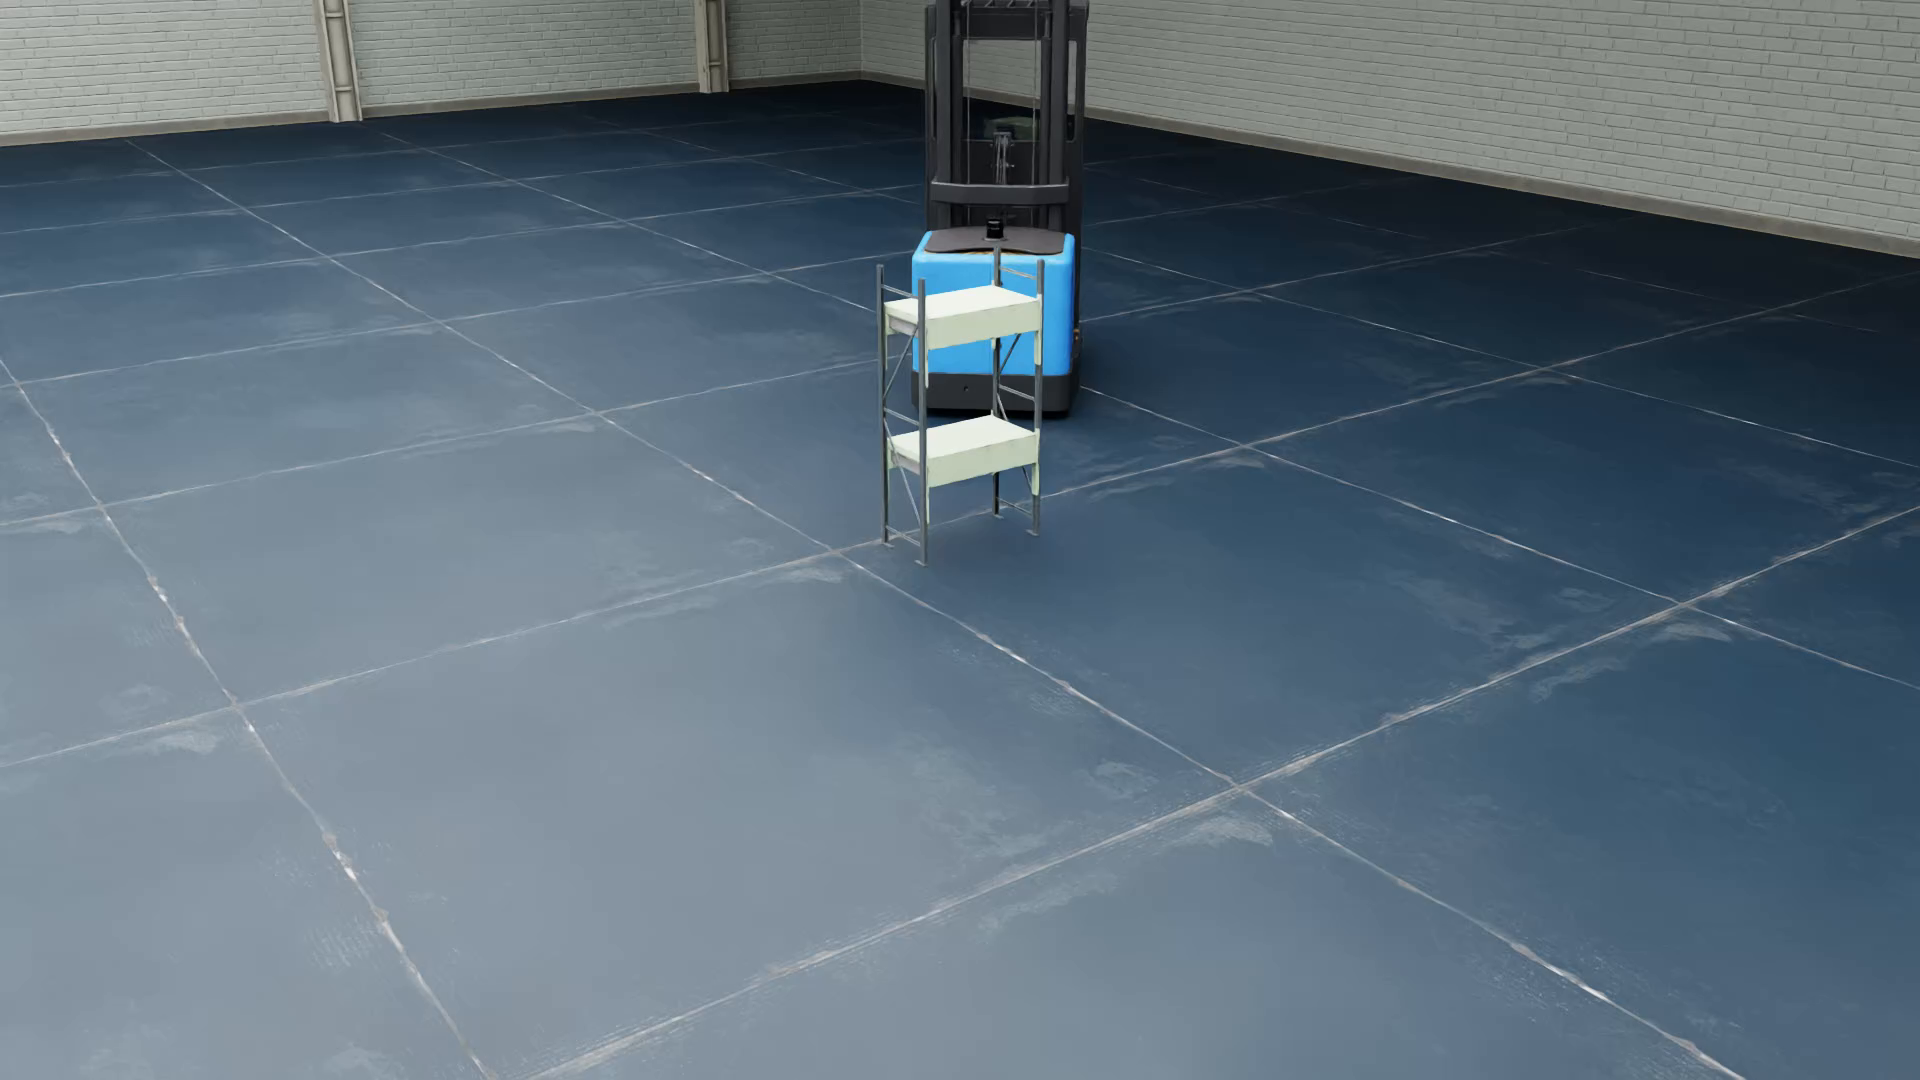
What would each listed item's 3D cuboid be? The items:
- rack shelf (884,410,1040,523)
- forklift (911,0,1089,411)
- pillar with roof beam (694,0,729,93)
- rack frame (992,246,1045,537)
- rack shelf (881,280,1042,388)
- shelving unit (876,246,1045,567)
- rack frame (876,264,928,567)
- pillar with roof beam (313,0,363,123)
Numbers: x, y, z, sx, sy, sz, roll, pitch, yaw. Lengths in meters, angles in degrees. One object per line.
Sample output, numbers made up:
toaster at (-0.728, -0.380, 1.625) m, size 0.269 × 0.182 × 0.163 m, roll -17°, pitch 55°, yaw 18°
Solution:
rack shelf at (0.005, -0.395, 8.743) m, size 0.720 × 0.370 × 0.431 m, roll -15°, pitch 26°, yaw -33°
forklift at (0.329, -2.701, 11.711) m, size 1.130 × 2.935 × 3.031 m, roll 2°, pitch 22°, yaw 5°
pillar with roof beam at (-1.541, -10.282, 22.523) m, size 0.400 × 9.000 × 9.100 m, roll -15°, pitch 26°, yaw -33°
rack frame at (0.303, -0.777, 8.821) m, size 0.023 × 1.500 × 0.400 m, roll -15°, pitch 26°, yaw -33°
rack shelf at (0.005, -1.061, 8.477) m, size 0.720 × 0.370 × 0.431 m, roll -15°, pitch 26°, yaw -33°
shelving unit at (0.005, -0.698, 8.622) m, size 0.755 × 1.500 × 0.431 m, roll -15°, pitch 26°, yaw -33°
rack frame at (-0.292, -0.619, 8.424) m, size 0.023 × 1.500 × 0.400 m, roll -15°, pitch 26°, yaw -33°
pillar with roof beam at (-6.411, -8.984, 19.268) m, size 0.400 × 9.000 × 9.100 m, roll -15°, pitch 26°, yaw -33°
